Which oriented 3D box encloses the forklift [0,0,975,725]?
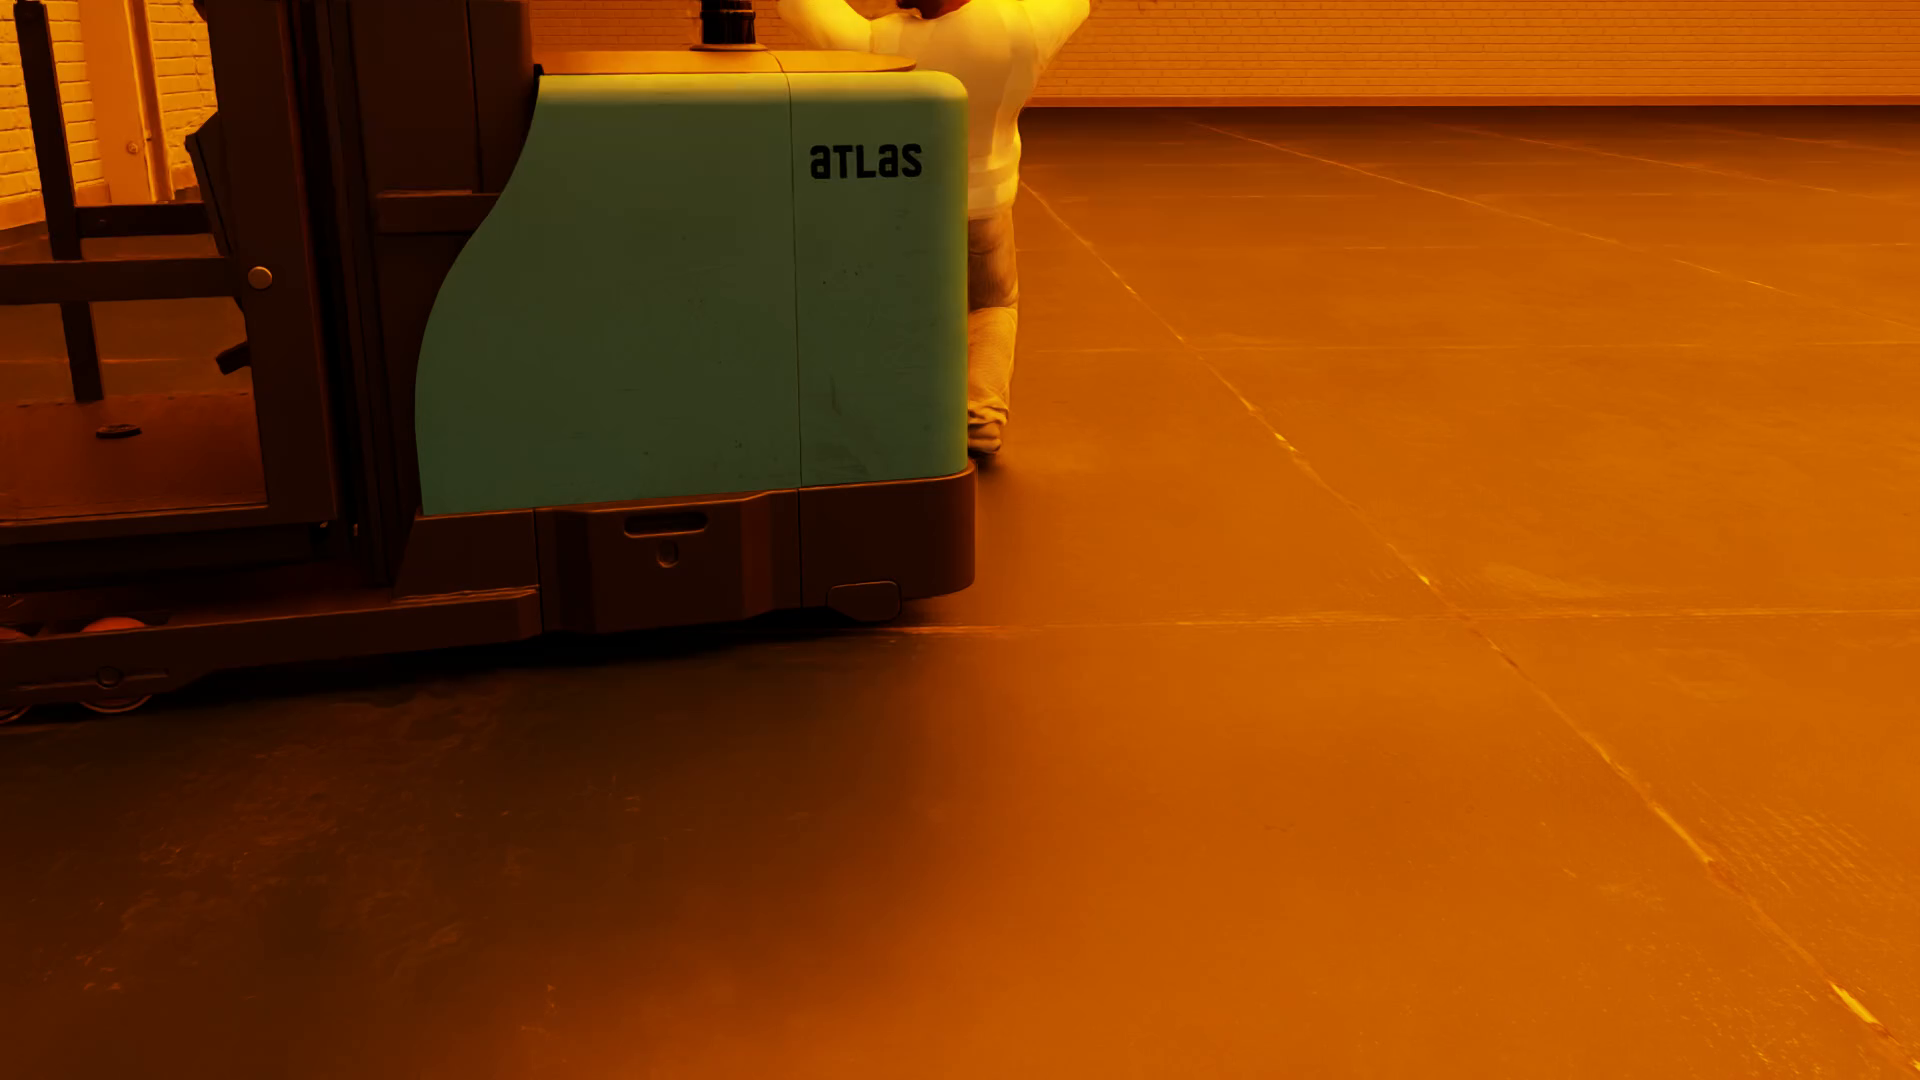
[{"bbox_3d":[-1.546,-1.253,3.004,3.031,2.935,1.130,-5,18,-16],"label":"forklift"}]

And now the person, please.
[{"bbox_3d":[-0.025,-1.013,4.402,1.042,1.644,0.741,-4,18,-14],"label":"person"}]
